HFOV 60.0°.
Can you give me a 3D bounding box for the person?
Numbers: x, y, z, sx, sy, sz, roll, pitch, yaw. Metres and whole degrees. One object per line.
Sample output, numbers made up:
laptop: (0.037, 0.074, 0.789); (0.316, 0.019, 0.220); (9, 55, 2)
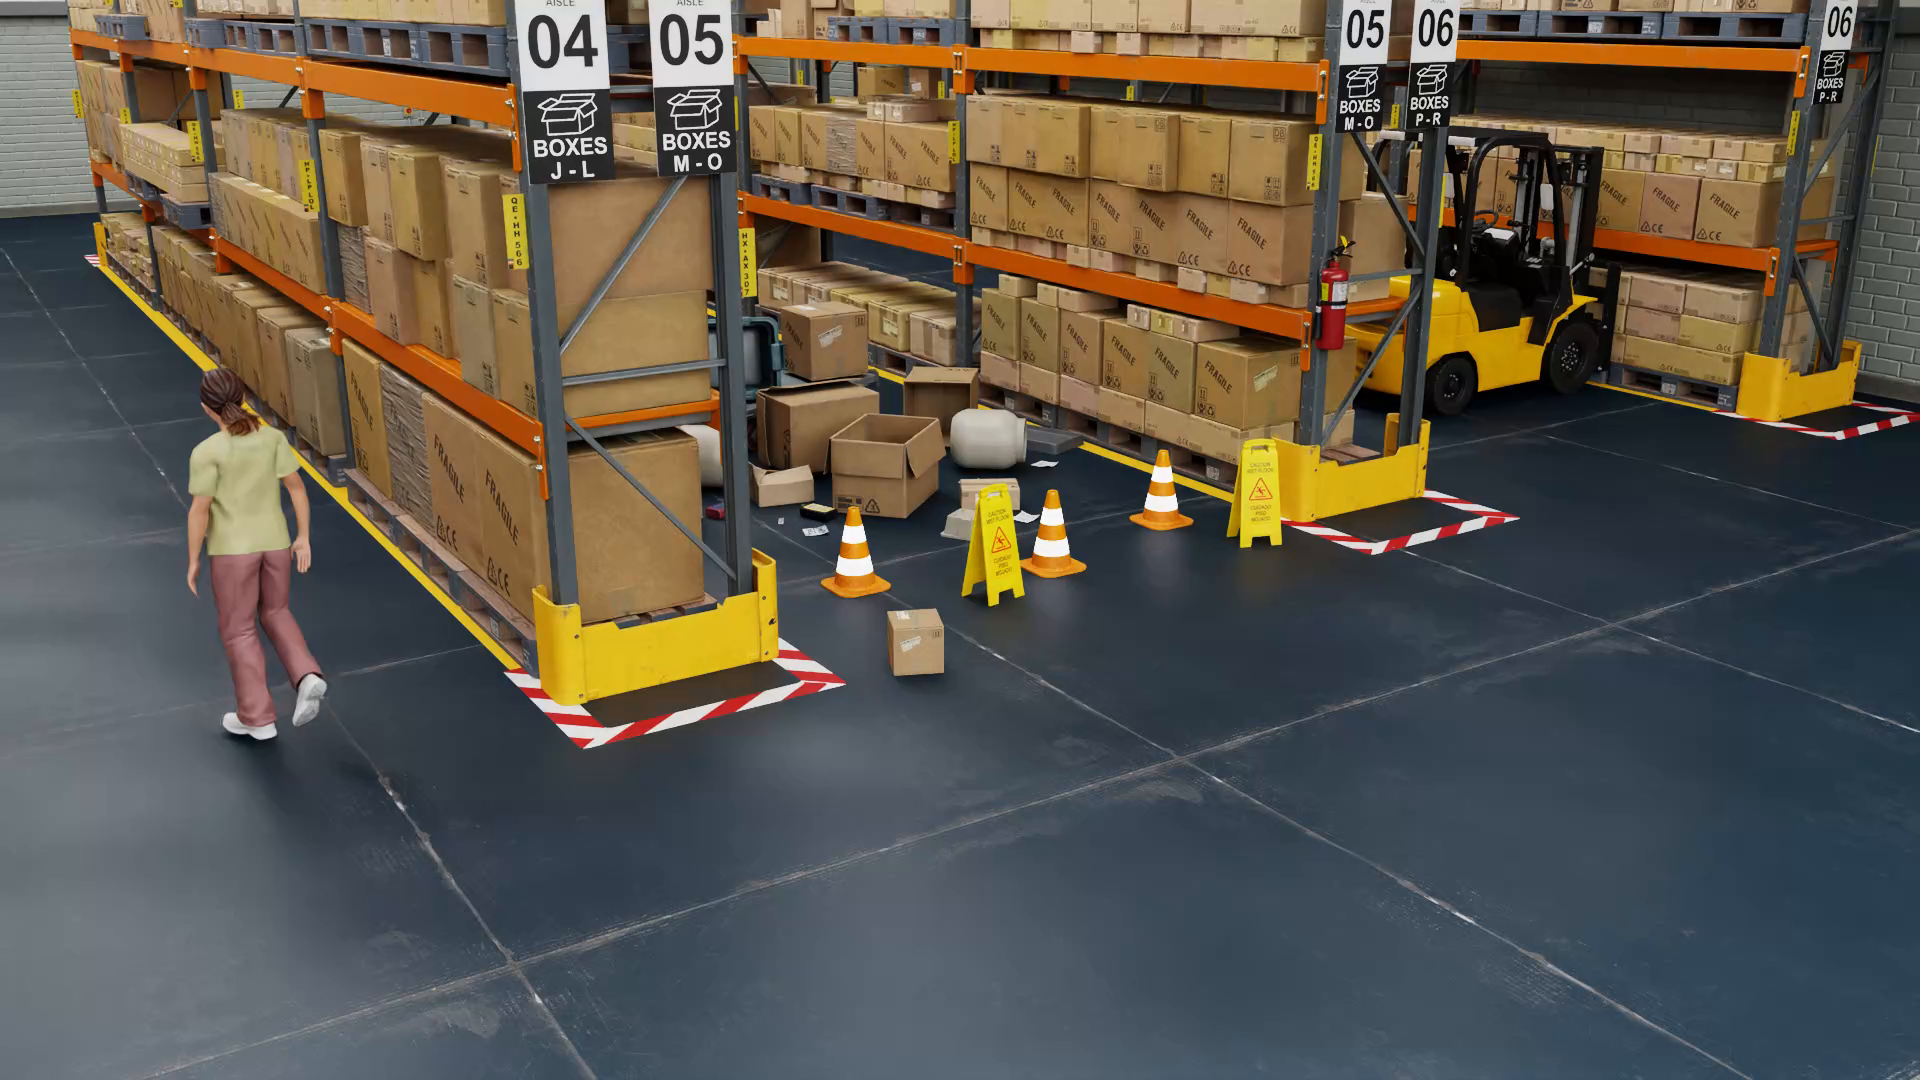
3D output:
person: (-3.083, 0.074, 7.274); (0.502, 1.664, 0.507); (14, 23, 36)
